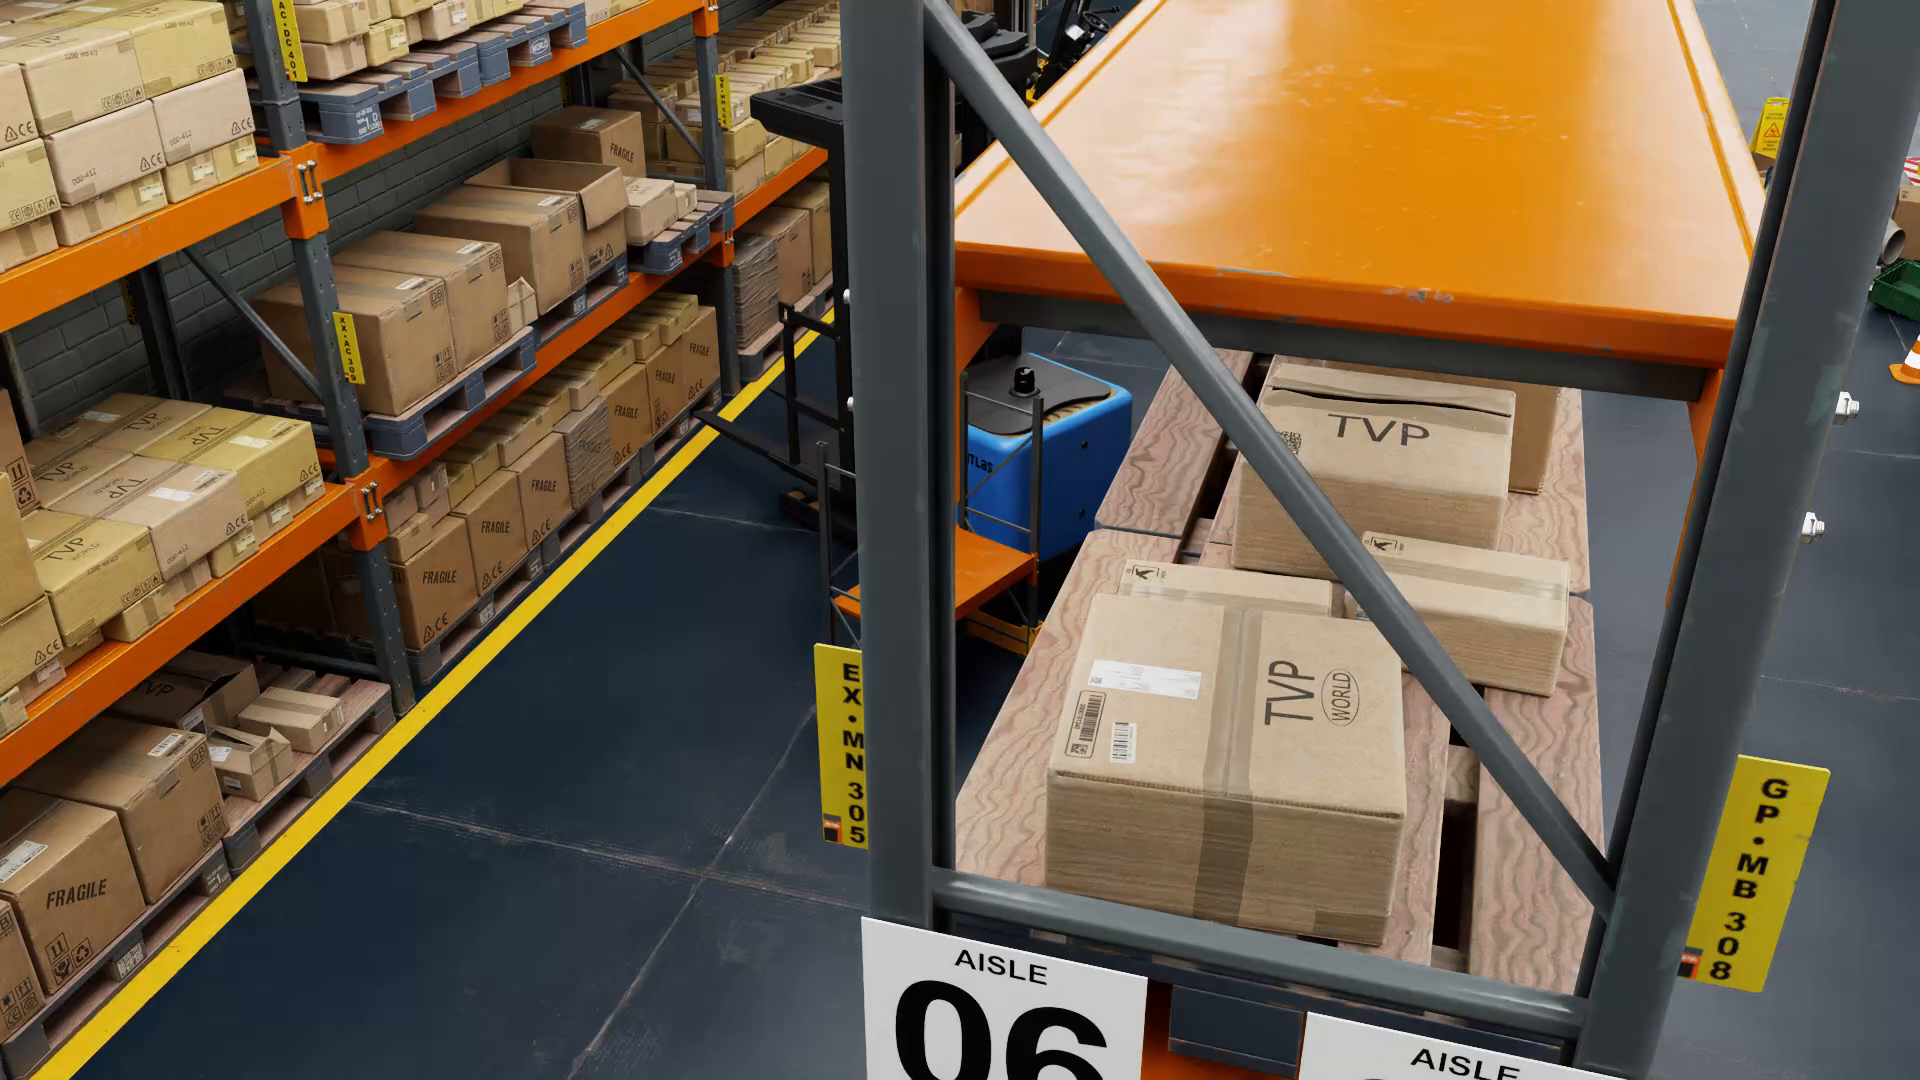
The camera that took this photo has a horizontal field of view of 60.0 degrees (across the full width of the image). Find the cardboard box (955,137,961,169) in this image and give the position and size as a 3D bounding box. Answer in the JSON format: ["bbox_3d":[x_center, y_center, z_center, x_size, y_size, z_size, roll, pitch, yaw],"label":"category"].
[{"bbox_3d":[-0.259,-3.649,15.620,0.500,0.250,0.500,8,30,14],"label":"cardboard box"}]

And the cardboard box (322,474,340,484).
[{"bbox_3d":[-3.295,-0.243,8.574,0.380,0.149,0.250,9,30,15],"label":"cardboard box"}]

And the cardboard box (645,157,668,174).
[{"bbox_3d":[-2.138,-2.572,11.443,0.500,0.250,0.500,8,30,14],"label":"cardboard box"}]

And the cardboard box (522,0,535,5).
[{"bbox_3d":[-2.305,-2.762,8.267,0.380,0.149,0.250,9,30,16],"label":"cardboard box"}]

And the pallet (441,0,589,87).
[{"bbox_3d":[-2.640,-2.538,8.334,1.213,0.211,1.003,8,30,15],"label":"pallet"}]

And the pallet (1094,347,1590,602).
[{"bbox_3d":[0.936,-0.155,3.949,1.003,0.211,1.213,8,30,15],"label":"pallet"}]

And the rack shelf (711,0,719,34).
[{"bbox_3d":[-1.439,-4.318,12.082,1.077,0.370,4.000,8,30,15],"label":"rack shelf"}]

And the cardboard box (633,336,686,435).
[{"bbox_3d":[-2.101,-1.025,10.647,0.500,0.500,0.500,8,30,14],"label":"cardboard box"}]

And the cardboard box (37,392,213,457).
[{"bbox_3d":[-3.603,-0.406,7.243,0.500,0.250,0.500,8,30,14],"label":"cardboard box"}]

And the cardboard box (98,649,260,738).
[{"bbox_3d":[-3.620,0.731,7.684,0.500,0.311,0.500,10,30,17],"label":"cardboard box"}]

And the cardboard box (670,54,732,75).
[{"bbox_3d":[-1.863,-3.383,11.976,0.380,0.149,0.250,8,30,15],"label":"cardboard box"}]

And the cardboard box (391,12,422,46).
[{"bbox_3d":[-2.642,-2.291,7.421,0.380,0.149,0.250,9,30,15],"label":"cardboard box"}]

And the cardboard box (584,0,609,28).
[{"bbox_3d":[-2.238,-2.898,8.943,0.500,0.250,0.500,9,30,15],"label":"cardboard box"}]

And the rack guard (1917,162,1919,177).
[{"bbox_3d":[9.837,-3.663,15.821,1.175,0.500,0.348,8,30,15],"label":"rack guard"}]

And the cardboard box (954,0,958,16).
[{"bbox_3d":[-0.335,-4.708,15.026,0.500,0.500,0.500,9,30,16],"label":"cardboard box"}]

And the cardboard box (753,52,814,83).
[{"bbox_3d":[-1.282,-3.427,12.055,0.380,0.149,0.250,9,30,16],"label":"cardboard box"}]

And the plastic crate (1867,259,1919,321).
[{"bbox_3d":[7.455,-1.949,13.002,0.662,0.188,0.450,-24,47,-37],"label":"plastic crate"}]

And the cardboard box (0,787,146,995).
[{"bbox_3d":[-3.565,1.340,6.394,0.500,0.500,0.500,9,30,16],"label":"cardboard box"}]

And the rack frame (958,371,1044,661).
[{"bbox_3d":[0.194,-0.094,8.375,0.500,1.500,0.032,21,35,33],"label":"rack frame"}]

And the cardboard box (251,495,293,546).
[{"bbox_3d":[-3.108,-0.115,7.130,0.380,0.149,0.250,9,30,16],"label":"cardboard box"}]

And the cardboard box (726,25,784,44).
[{"bbox_3d":[-1.584,-3.861,12.835,0.380,0.149,0.250,8,30,14],"label":"cardboard box"}]

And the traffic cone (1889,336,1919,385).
[{"bbox_3d":[6.819,-1.369,11.735,0.336,0.463,0.334,8,30,15],"label":"traffic cone"}]

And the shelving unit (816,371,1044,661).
[{"bbox_3d":[-0.129,0.103,8.022,0.587,1.500,1.083,21,35,33],"label":"shelving unit"}]

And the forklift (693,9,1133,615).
[{"bbox_3d":[-0.436,-1.498,9.428,1.130,2.935,3.031,-25,38,-38],"label":"forklift"}]

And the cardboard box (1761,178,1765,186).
[{"bbox_3d":[6.707,-2.759,14.052,0.797,0.637,0.503,8,30,15],"label":"cardboard box"}]

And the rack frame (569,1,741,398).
[{"bbox_3d":[-2.026,-2.392,10.965,1.000,3.000,0.127,8,30,15],"label":"rack frame"}]

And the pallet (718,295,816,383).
[{"bbox_3d":[-1.747,-1.551,12.321,1.003,0.211,1.213,8,30,15],"label":"pallet"}]

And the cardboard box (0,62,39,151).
[{"bbox_3d":[-3.415,-1.387,5.406,0.500,0.250,0.500,9,30,16],"label":"cardboard box"}]

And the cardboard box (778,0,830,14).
[{"bbox_3d":[-1.289,-4.329,13.676,0.380,0.149,0.250,7,30,13],"label":"cardboard box"}]

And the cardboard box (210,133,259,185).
[{"bbox_3d":[-3.023,-1.525,6.579,0.380,0.149,0.250,8,30,15],"label":"cardboard box"}]

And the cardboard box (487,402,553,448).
[{"bbox_3d":[-2.517,-0.653,9.310,0.380,0.149,0.250,10,30,17],"label":"cardboard box"}]

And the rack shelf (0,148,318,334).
[{"bbox_3d":[-3.787,-0.601,5.399,1.077,0.370,4.000,8,30,15],"label":"rack shelf"}]

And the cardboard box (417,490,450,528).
[{"bbox_3d":[-2.833,-0.177,8.454,0.380,0.149,0.250,8,30,13],"label":"cardboard box"}]

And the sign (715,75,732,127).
[{"bbox_3d":[-1.504,-2.791,10.572,0.100,0.325,0.005,8,30,15],"label":"sign"}]

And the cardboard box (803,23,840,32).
[{"bbox_3d":[-1.007,-3.905,12.915,0.380,0.149,0.250,8,30,14],"label":"cardboard box"}]

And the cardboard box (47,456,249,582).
[{"bbox_3d":[-3.249,-0.092,6.677,0.500,0.250,0.500,9,30,15],"label":"cardboard box"}]

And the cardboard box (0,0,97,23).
[{"bbox_3d":[-3.617,-1.938,6.396,0.500,0.250,0.500,8,30,14],"label":"cardboard box"}]

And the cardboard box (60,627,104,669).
[{"bbox_3d":[-3.494,0.353,6.287,0.380,0.149,0.250,9,30,16],"label":"cardboard box"}]

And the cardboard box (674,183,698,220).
[{"bbox_3d":[-1.852,-2.106,10.277,0.380,0.149,0.250,9,30,16],"label":"cardboard box"}]

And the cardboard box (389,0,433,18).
[{"bbox_3d":[-2.568,-2.414,7.336,0.380,0.149,0.250,8,30,14],"label":"cardboard box"}]

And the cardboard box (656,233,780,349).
[{"bbox_3d":[-1.829,-1.826,11.958,0.875,0.625,0.625,9,30,16],"label":"cardboard box"}]

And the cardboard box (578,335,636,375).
[{"bbox_3d":[-2.219,-1.138,10.182,0.380,0.149,0.250,9,30,16],"label":"cardboard box"}]

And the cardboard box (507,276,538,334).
[{"bbox_3d":[-2.425,-1.249,8.616,0.396,0.266,0.258,10,31,17],"label":"cardboard box"}]

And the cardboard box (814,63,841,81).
[{"bbox_3d":[-1.217,-3.431,12.472,0.500,0.250,0.500,9,30,16],"label":"cardboard box"}]

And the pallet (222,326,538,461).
[{"bbox_3d":[-2.861,-0.805,8.310,1.003,0.211,1.213,8,30,15],"label":"pallet"}]

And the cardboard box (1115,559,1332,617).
[{"bbox_3d":[0.465,0.175,2.987,0.380,0.149,0.250,6,30,11],"label":"cardboard box"}]

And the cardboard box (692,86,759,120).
[{"bbox_3d":[-1.573,-2.950,11.197,0.380,0.149,0.250,9,30,16],"label":"cardboard box"}]

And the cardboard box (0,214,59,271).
[{"bbox_3d":[-3.368,-1.055,5.734,0.380,0.149,0.250,10,30,17],"label":"cardboard box"}]

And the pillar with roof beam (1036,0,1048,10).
[{"bbox_3d":[5.133,-10.711,19.747,9.100,9.000,0.400,8,30,15],"label":"pillar with roof beam"}]

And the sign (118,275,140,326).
[{"bbox_3d":[-3.731,-1.117,7.482,0.100,0.325,0.005,8,30,15],"label":"sign"}]

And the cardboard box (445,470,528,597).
[{"bbox_3d":[-2.696,-0.066,8.923,0.500,0.500,0.500,8,30,14],"label":"cardboard box"}]

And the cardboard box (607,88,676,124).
[{"bbox_3d":[-2.124,-2.900,11.107,0.380,0.149,0.250,9,30,16],"label":"cardboard box"}]
